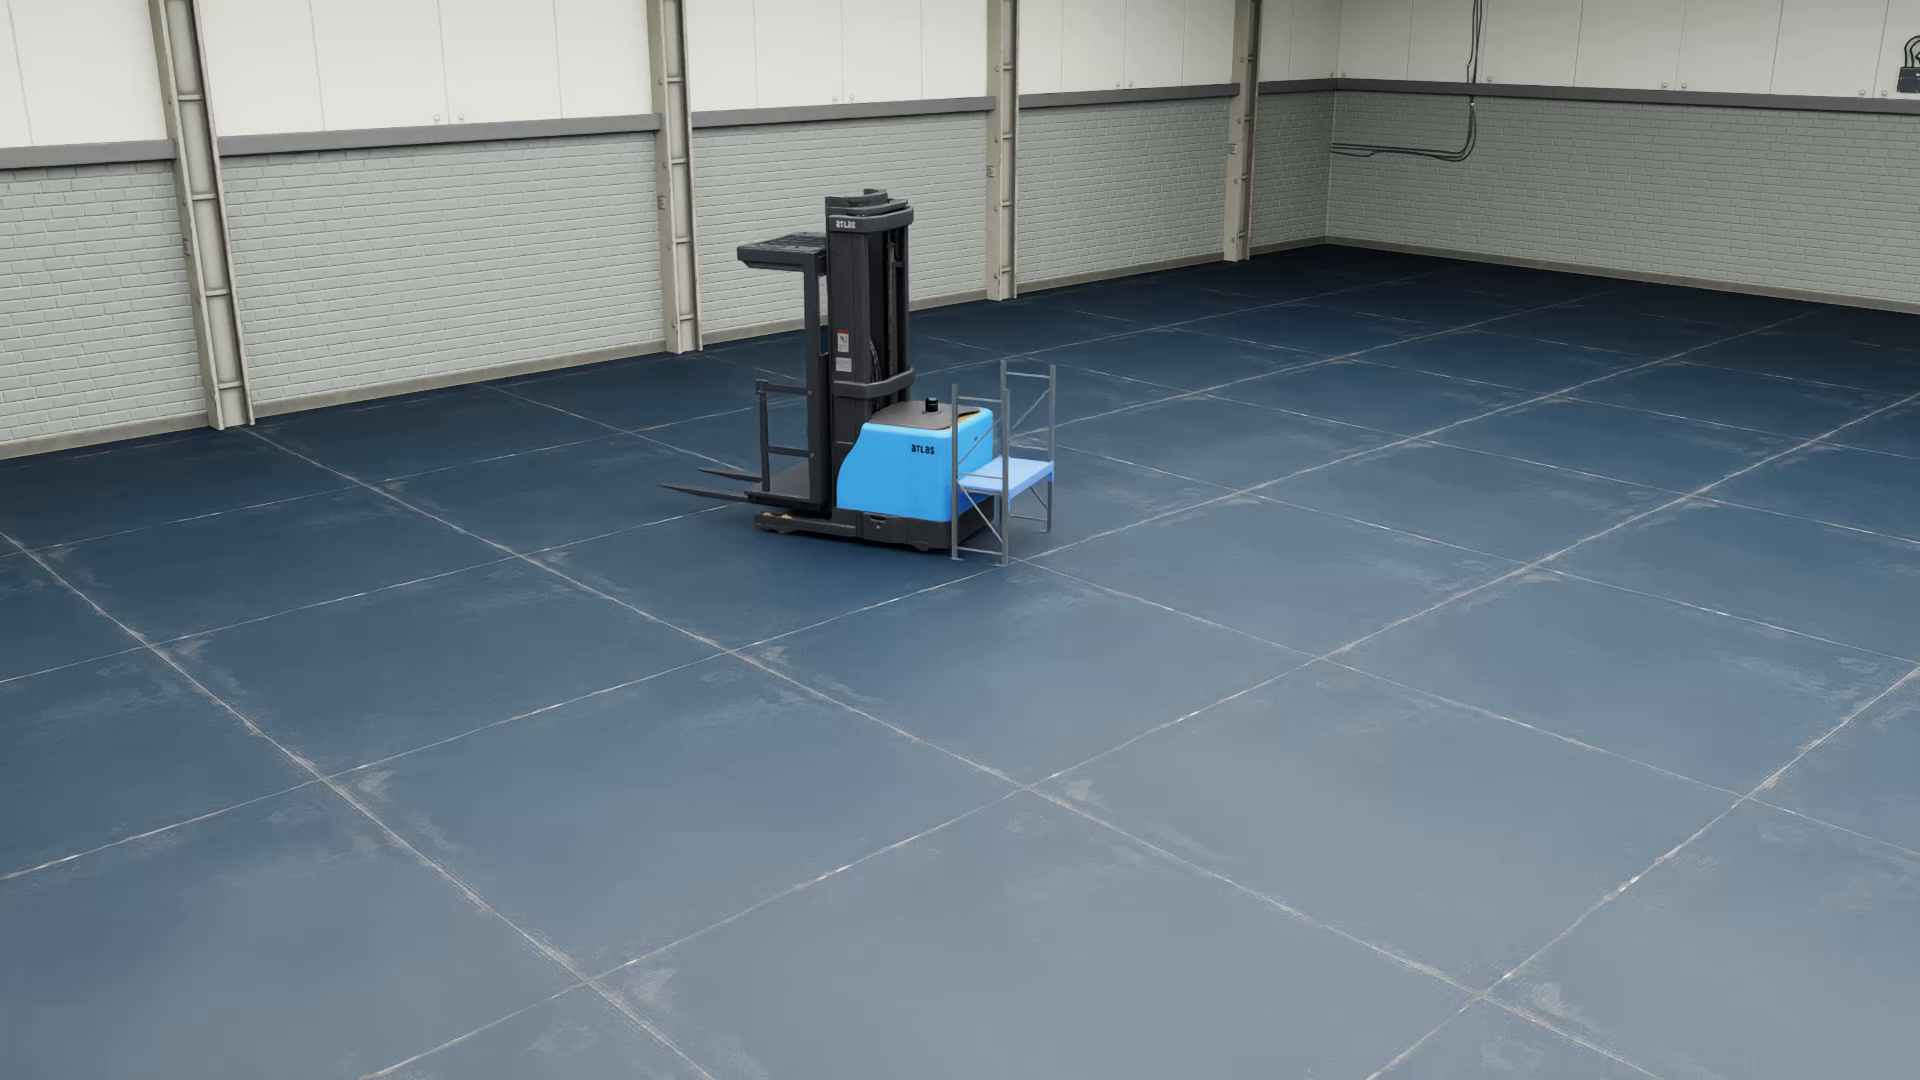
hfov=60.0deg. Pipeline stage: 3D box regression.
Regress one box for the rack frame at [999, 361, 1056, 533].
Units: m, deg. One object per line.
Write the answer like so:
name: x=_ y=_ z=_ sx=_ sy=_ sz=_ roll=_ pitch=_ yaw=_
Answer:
rack frame: x=0.584 y=-0.808 z=14.544 sx=0.500 sy=1.500 sz=0.032 roll=8 pitch=20 yaw=23

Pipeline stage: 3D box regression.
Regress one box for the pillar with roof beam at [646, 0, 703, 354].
pillar with roof beam: x=-0.752 y=-5.867 z=17.990 sx=0.400 sy=9.000 sz=9.100 roll=-16 pitch=24 yaw=-41

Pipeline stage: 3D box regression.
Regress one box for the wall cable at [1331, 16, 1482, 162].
wall cable: x=8.059 y=-8.225 z=30.298 sx=0.112 sy=2.526 sz=3.097 roll=-16 pitch=24 yaw=-41

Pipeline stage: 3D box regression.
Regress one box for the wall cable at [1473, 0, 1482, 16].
wall cable: x=9.918 y=-10.022 z=27.649 sx=0.112 sy=2.526 sz=3.097 roll=-16 pitch=24 yaw=-41

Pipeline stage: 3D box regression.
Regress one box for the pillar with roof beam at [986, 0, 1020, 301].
pillar with roof beam: x=3.608 y=-7.138 z=21.911 sx=0.400 sy=9.000 sz=9.100 roll=-16 pitch=24 yaw=-41

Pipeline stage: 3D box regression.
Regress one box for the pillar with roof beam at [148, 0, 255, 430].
pillar with roof beam: x=-5.111 y=-4.596 z=14.068 sx=0.400 sy=9.000 sz=9.100 roll=-16 pitch=24 yaw=-41

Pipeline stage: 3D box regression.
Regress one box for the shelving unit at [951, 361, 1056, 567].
shelving unit: x=0.374 y=-0.665 z=14.104 sx=0.538 sy=1.500 sz=1.048 roll=8 pitch=20 yaw=23

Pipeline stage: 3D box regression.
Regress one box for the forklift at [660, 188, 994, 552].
forklift: x=-1.256 y=-1.583 z=14.615 sx=3.031 sy=2.935 sz=1.130 roll=8 pitch=20 yaw=24

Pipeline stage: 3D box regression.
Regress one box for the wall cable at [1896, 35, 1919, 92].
wall cable: x=14.570 y=-9.189 z=22.723 sx=0.169 sy=6.003 sz=2.305 roll=-16 pitch=24 yaw=-41

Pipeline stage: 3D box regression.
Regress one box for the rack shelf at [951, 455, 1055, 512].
rack shelf: x=0.374 y=-0.494 z=14.159 sx=0.538 sy=0.185 sz=1.000 roll=8 pitch=20 yaw=23

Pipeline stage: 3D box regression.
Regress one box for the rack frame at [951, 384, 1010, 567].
rack frame: x=0.164 y=-0.522 z=13.663 sx=0.500 sy=1.500 sz=0.032 roll=8 pitch=20 yaw=23

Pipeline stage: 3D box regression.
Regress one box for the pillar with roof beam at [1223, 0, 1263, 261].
pillar with roof beam: x=7.968 y=-8.410 z=25.832 sx=0.400 sy=9.000 sz=9.100 roll=-16 pitch=24 yaw=-41
